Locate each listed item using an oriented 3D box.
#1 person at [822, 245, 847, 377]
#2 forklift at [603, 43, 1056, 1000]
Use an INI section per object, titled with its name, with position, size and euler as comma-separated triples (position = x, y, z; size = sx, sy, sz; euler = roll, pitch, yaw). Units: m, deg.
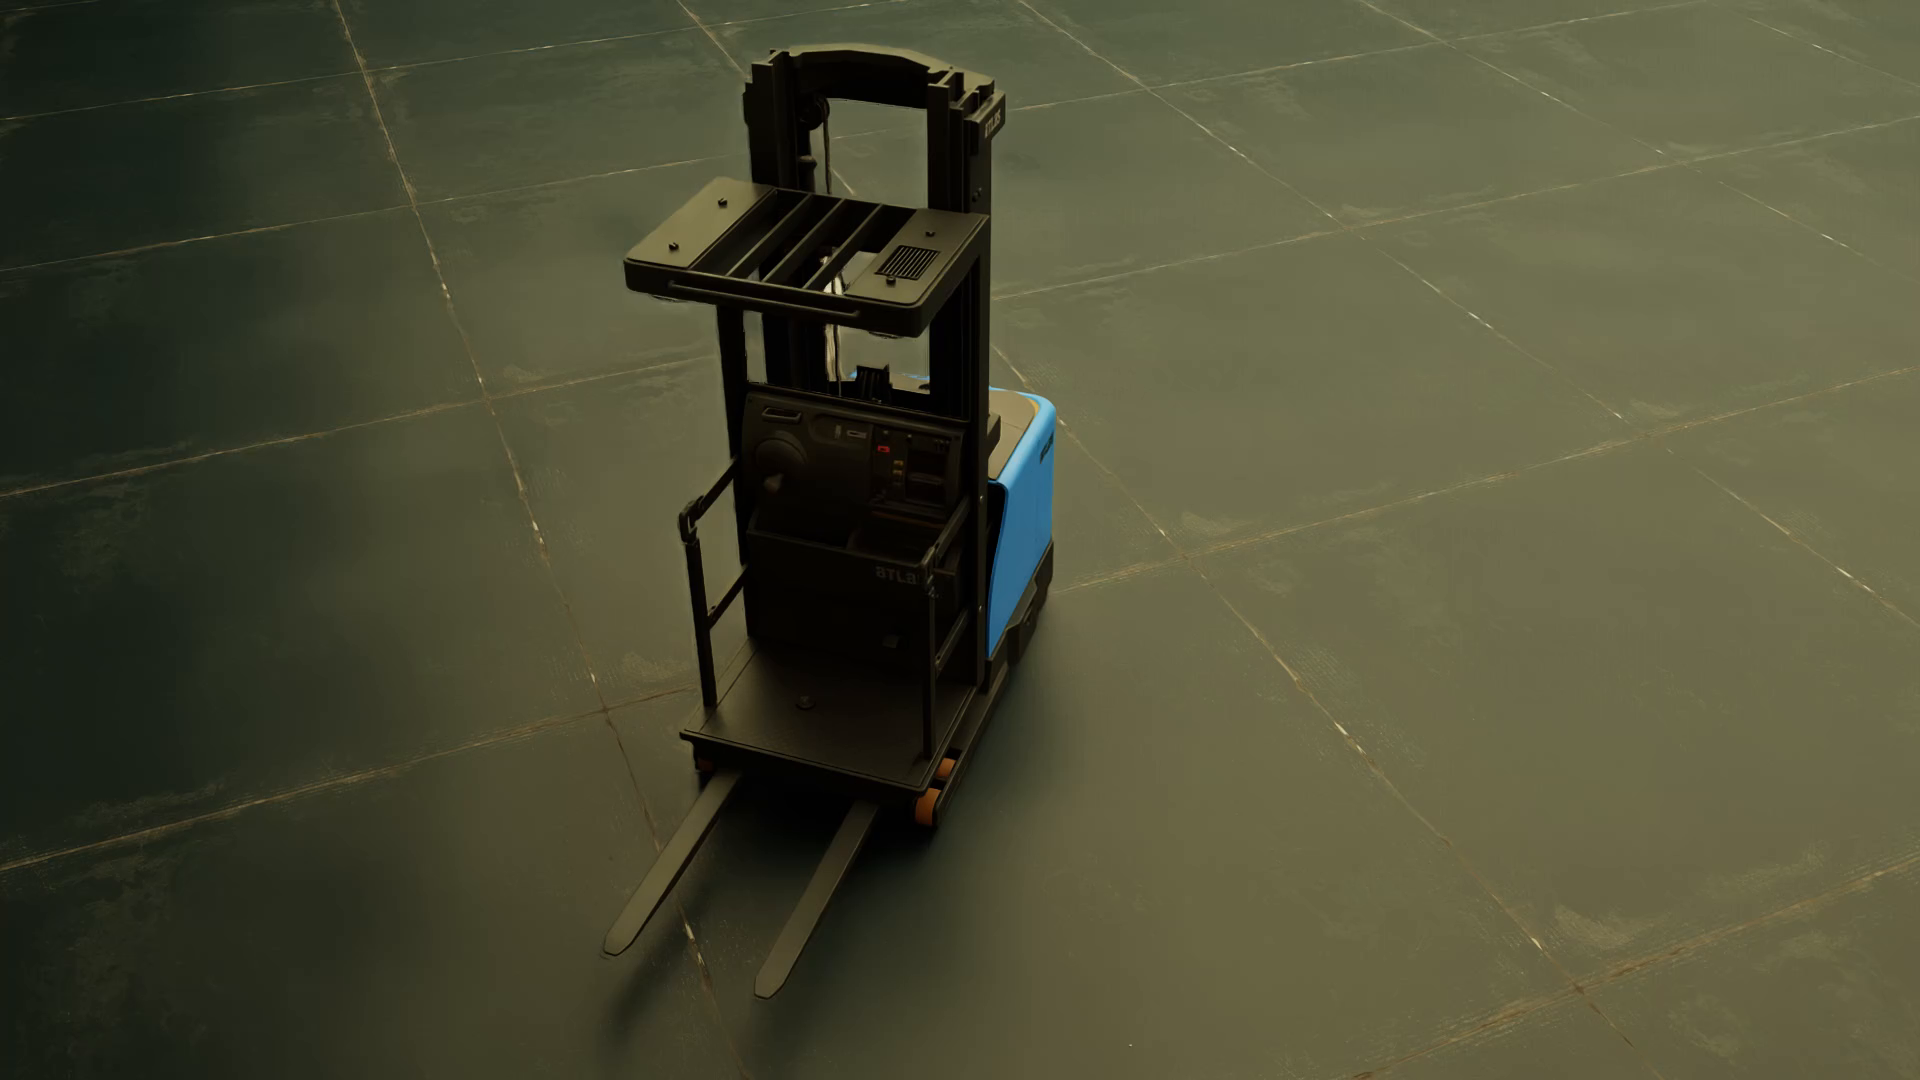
[person]
position = -0.749, -0.981, 8.599
size = 0.455, 1.641, 0.766
euler = 2, 35, 3
[forklift]
position = -0.504, -0.265, 6.472
size = 1.130, 2.935, 3.031
euler = 11, 37, 15
